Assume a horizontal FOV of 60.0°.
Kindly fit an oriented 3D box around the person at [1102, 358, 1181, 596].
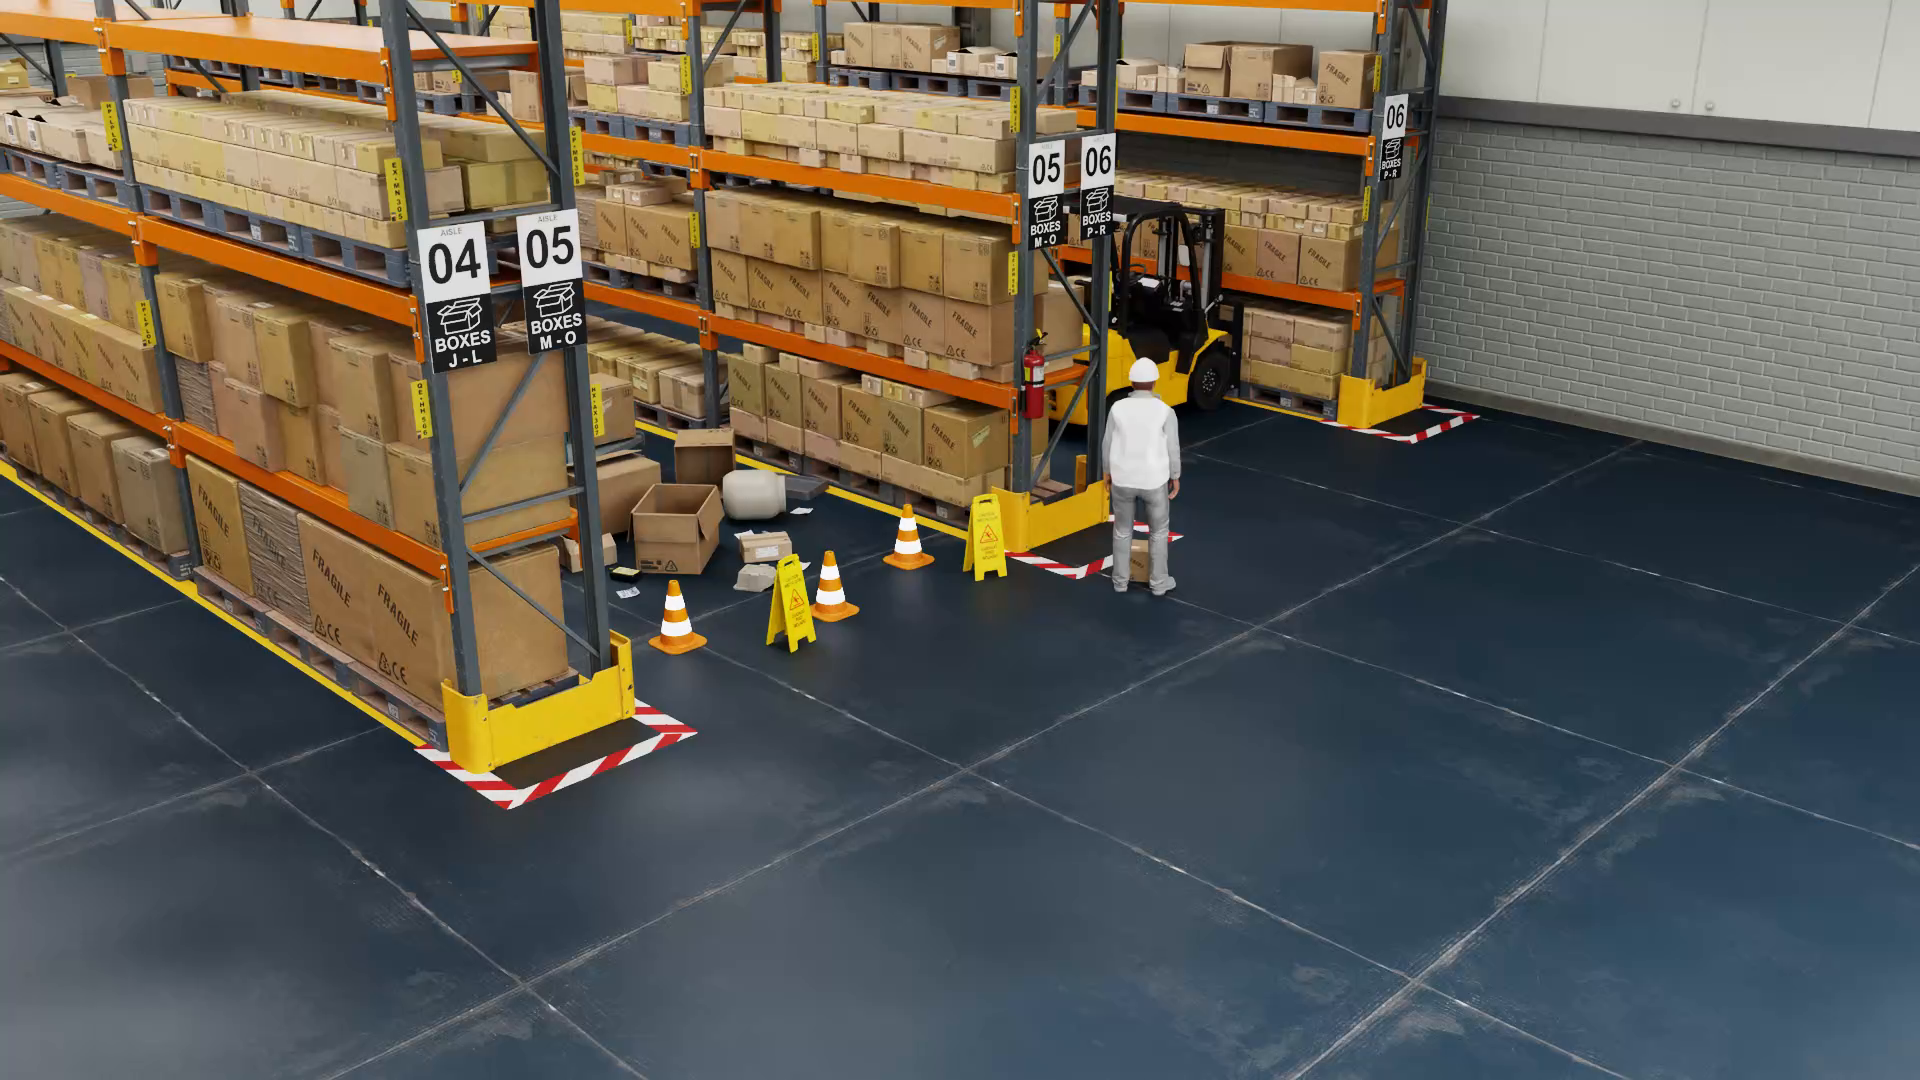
[{"bbox_3d":[1.337,-0.464,12.285,0.581,1.771,0.464,6,21,16],"label":"person"}]
